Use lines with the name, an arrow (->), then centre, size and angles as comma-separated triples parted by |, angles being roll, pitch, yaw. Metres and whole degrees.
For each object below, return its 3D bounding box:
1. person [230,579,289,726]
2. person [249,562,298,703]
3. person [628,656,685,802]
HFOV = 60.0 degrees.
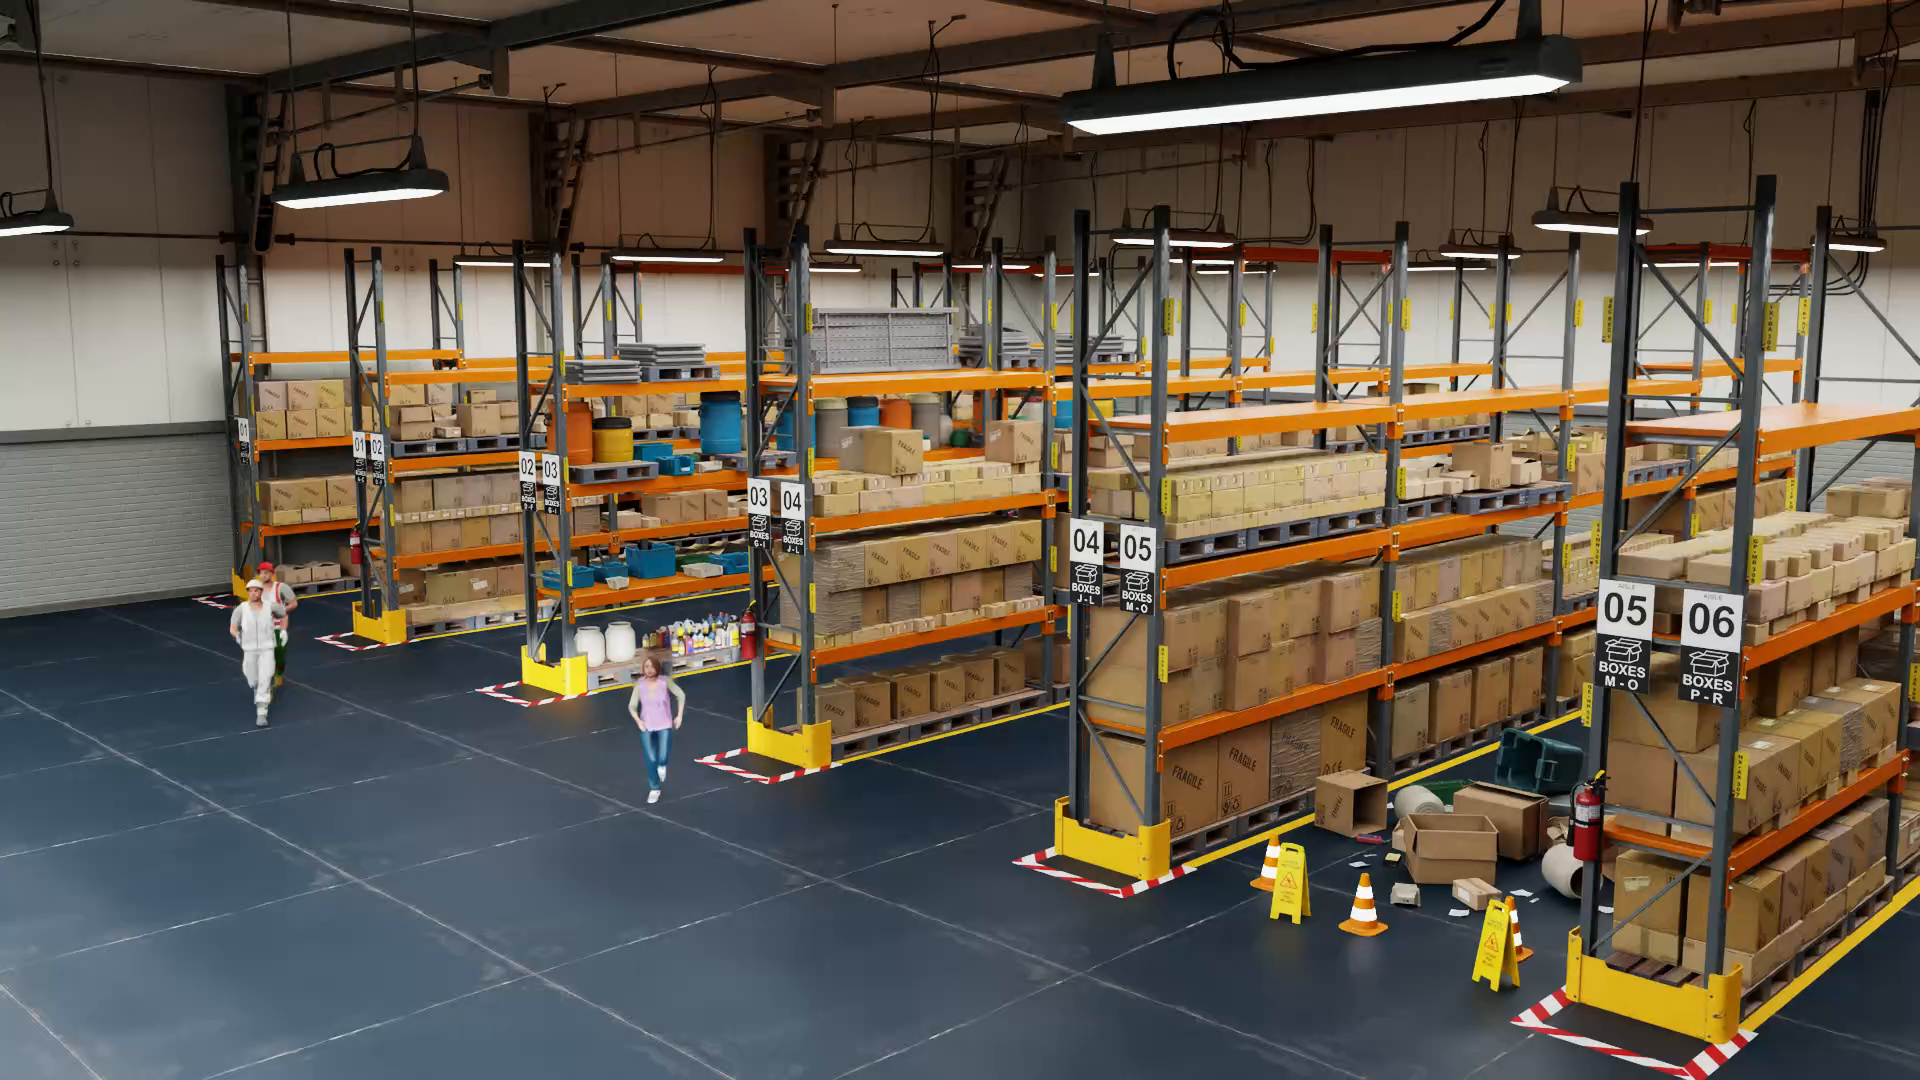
person -> -8.712, 1.364, 20.702 | 0.672, 1.760, 0.993 | -3, 8, -17
person -> -9.060, 1.173, 21.949 | 0.633, 1.804, 0.928 | -2, 8, -14
person -> -3.156, 1.970, 17.311 | 0.578, 1.565, 0.604 | -1, 8, -5
